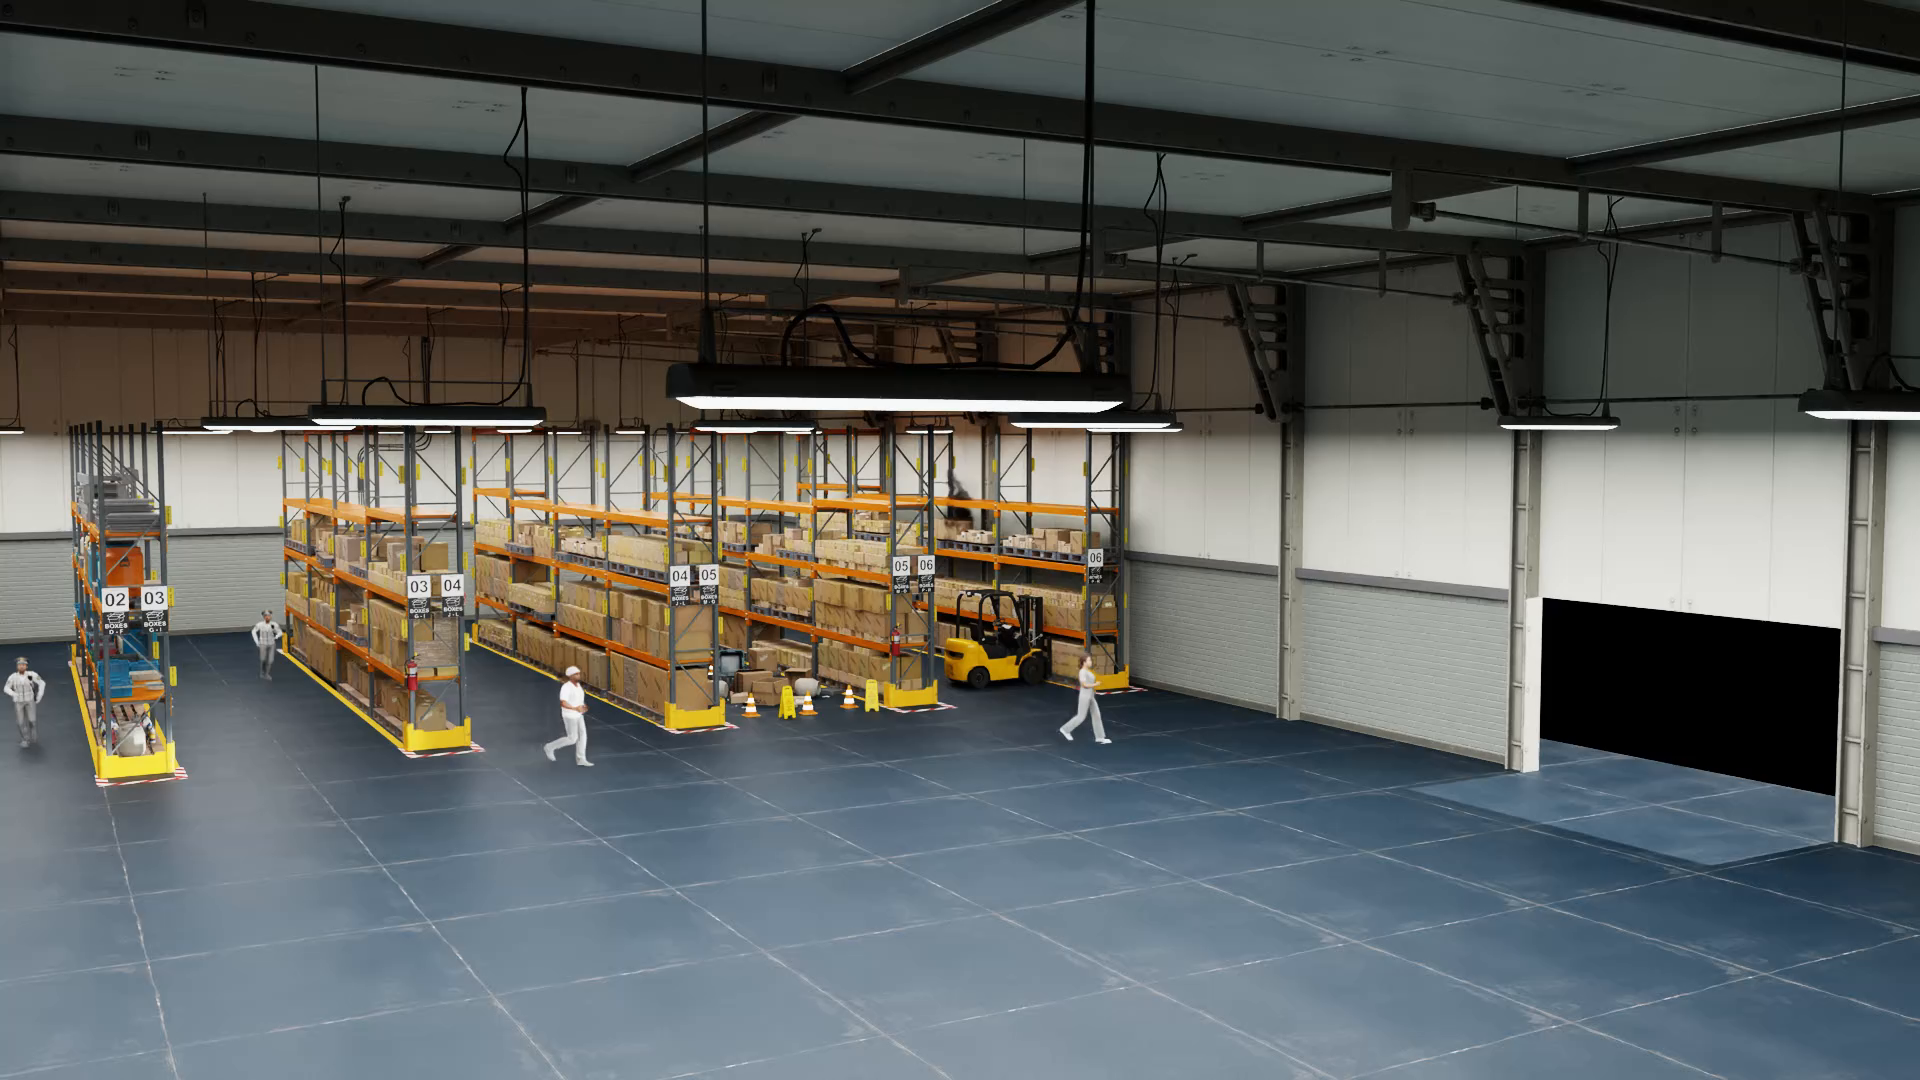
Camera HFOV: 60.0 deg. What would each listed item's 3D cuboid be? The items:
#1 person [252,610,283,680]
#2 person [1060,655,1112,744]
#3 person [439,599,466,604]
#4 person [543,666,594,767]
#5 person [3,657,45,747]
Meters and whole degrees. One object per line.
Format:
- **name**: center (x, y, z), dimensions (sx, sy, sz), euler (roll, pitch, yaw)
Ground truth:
- **person**: center (-16.242, 2.469, 39.025), dimensions (0.667, 1.659, 0.532), euler (-2, 4, -24)
- **person**: center (2.348, 2.950, 30.958), dimensions (0.970, 1.652, 0.565), euler (1, 4, 20)
- **person**: center (-14.633, 1.980, 47.440), dimensions (0.871, 1.688, 0.813), euler (-2, 4, -31)
- **person**: center (-6.787, 3.071, 28.944), dimensions (0.854, 1.760, 0.708), euler (0, 4, 8)
- **person**: center (-17.259, 2.994, 30.678), dimensions (0.667, 1.662, 0.526), euler (-2, 4, -26)
